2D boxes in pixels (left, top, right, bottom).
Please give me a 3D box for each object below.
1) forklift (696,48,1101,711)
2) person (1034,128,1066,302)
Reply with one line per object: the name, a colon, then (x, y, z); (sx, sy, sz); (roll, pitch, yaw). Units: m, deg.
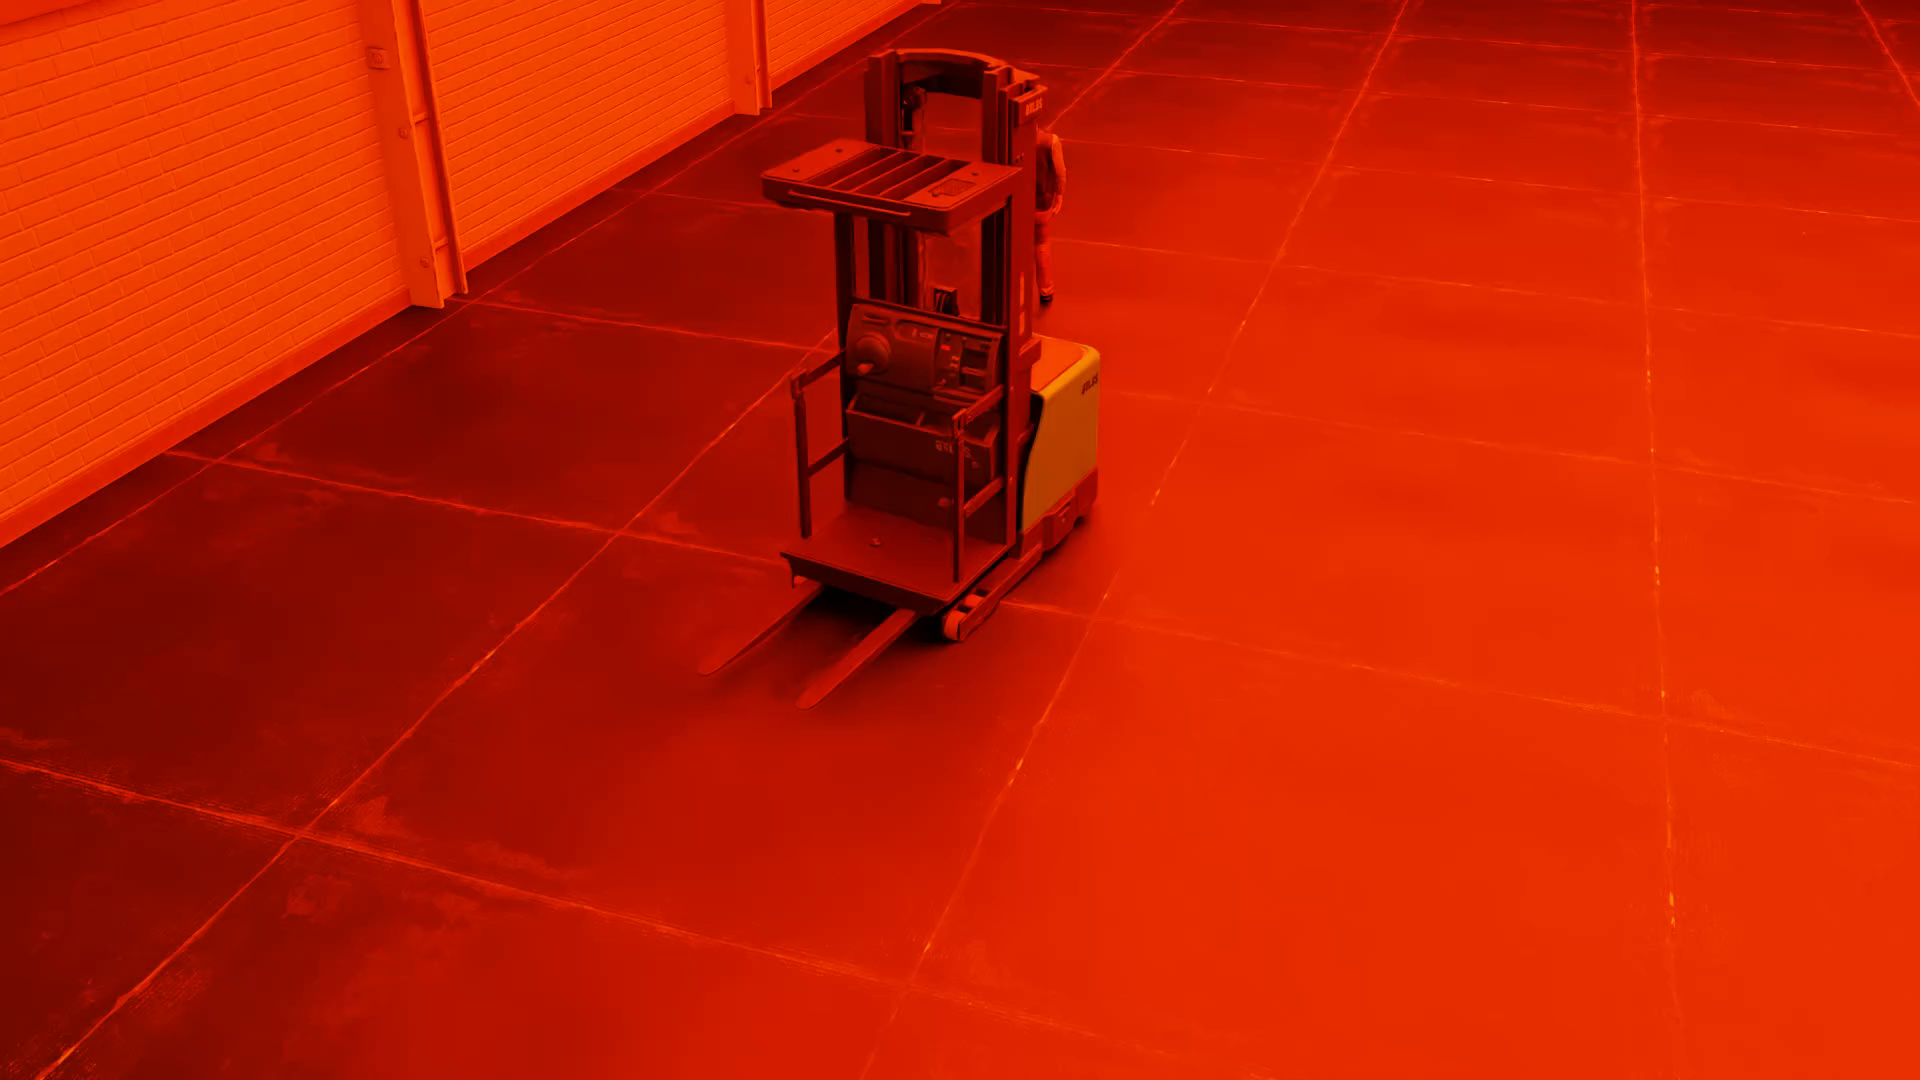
forklift: (-0.308, -0.976, 8.848); (1.130, 2.935, 3.031); (16, 33, 25)
person: (0.499, -2.614, 12.930); (0.633, 1.717, 0.579); (-6, 30, -11)
